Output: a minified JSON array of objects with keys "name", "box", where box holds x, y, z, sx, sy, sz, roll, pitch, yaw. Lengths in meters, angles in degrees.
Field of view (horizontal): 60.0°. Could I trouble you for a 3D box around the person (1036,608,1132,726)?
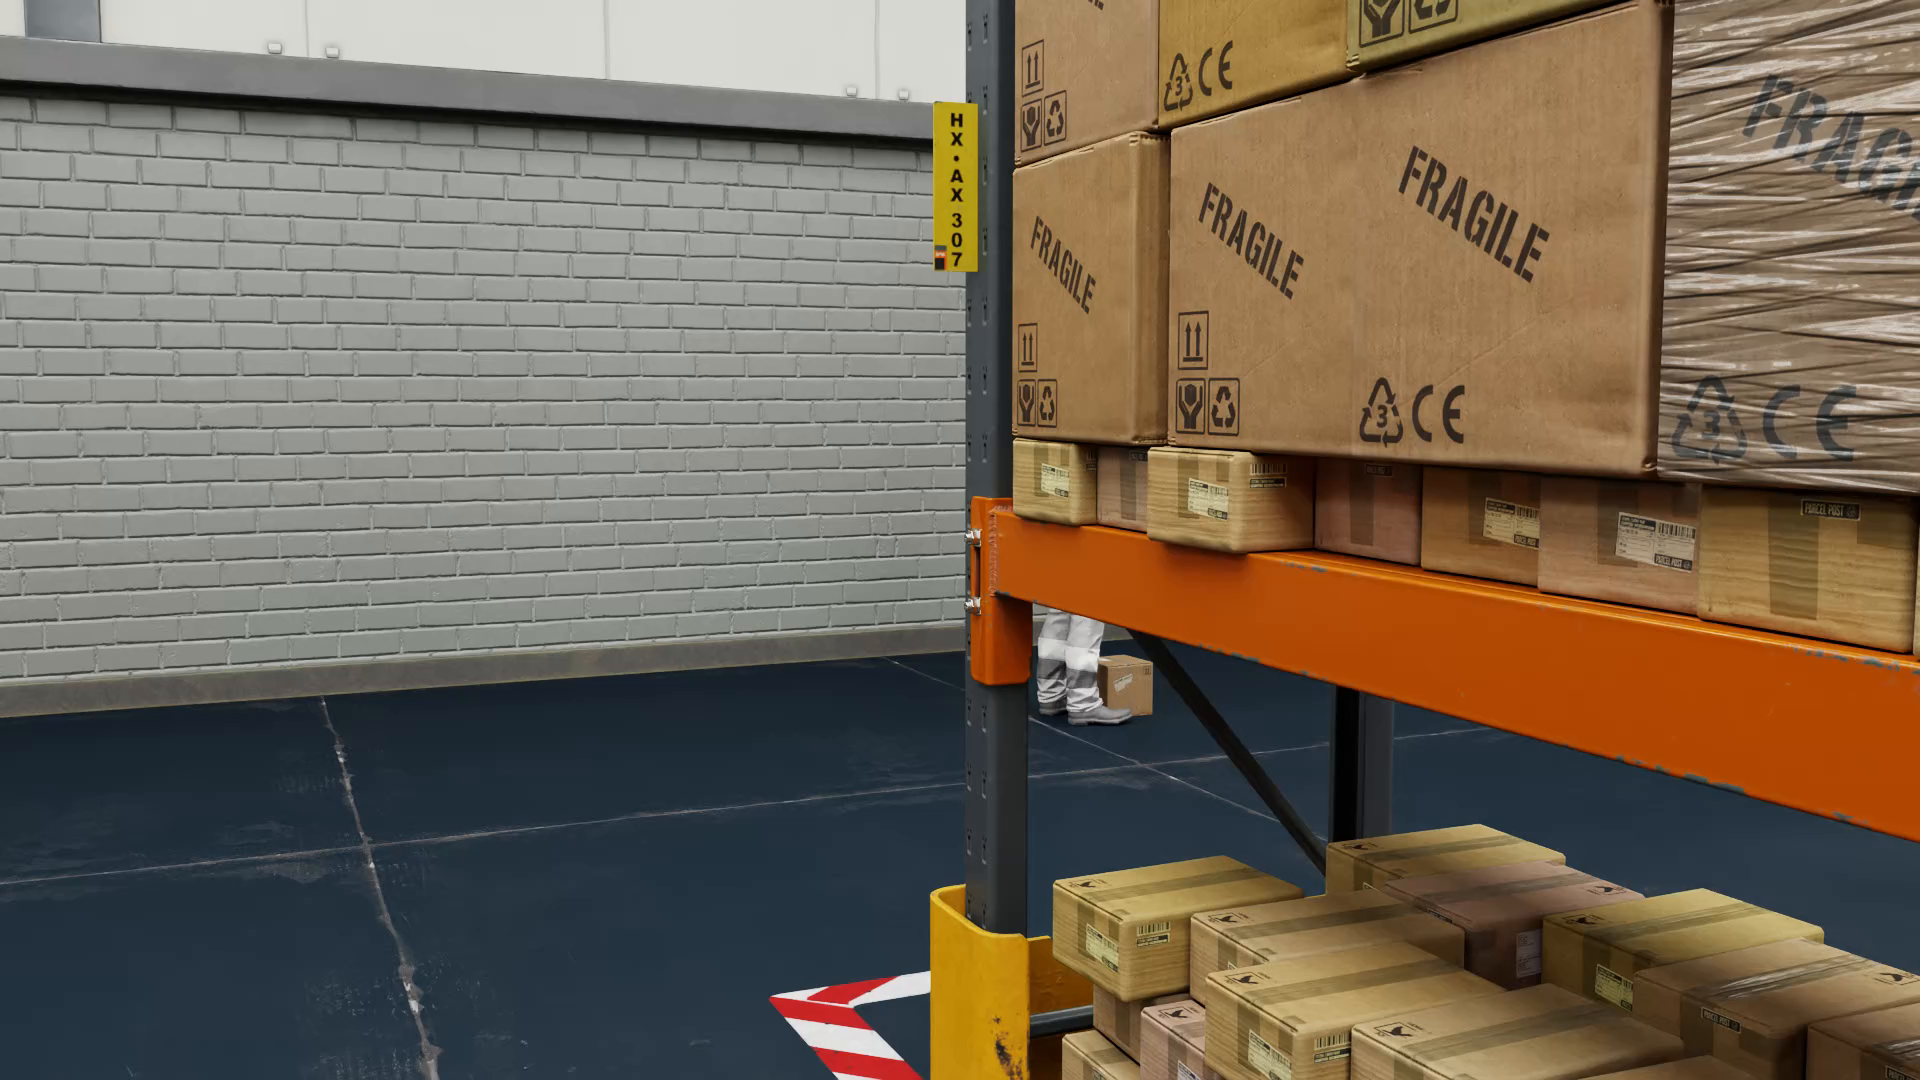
[{"name":"person","box":[0.537,-0.055,7.713,0.451,1.778,0.603,-2,6,-25]}]
